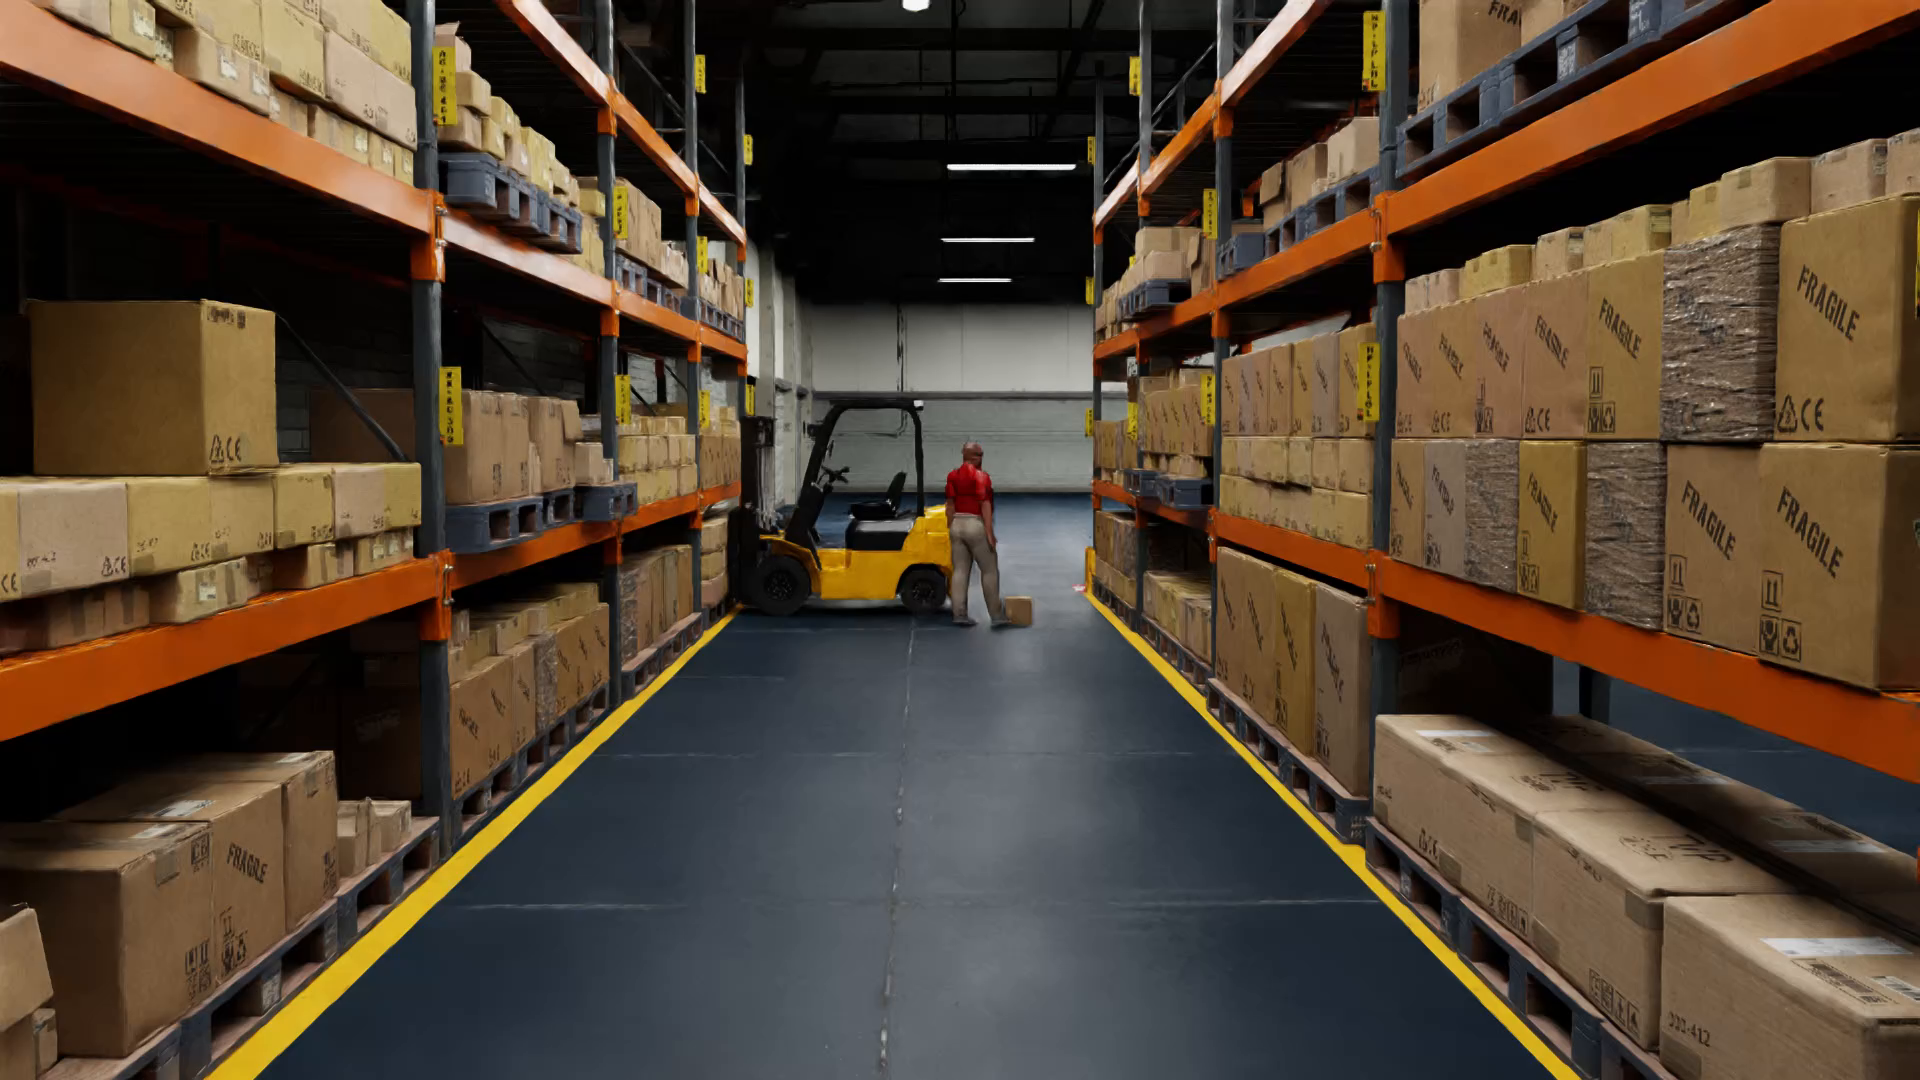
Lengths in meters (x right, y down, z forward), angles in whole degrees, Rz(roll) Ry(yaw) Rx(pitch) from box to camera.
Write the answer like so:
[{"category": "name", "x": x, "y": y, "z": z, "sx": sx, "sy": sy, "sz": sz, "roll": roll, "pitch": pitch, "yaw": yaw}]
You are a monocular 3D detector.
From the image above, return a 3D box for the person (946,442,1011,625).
[{"category": "person", "x": 0.175, "y": -0.062, "z": 15.723, "sx": 0.543, "sy": 1.736, "sz": 0.568, "roll": 3, "pitch": 5, "yaw": 42}]
